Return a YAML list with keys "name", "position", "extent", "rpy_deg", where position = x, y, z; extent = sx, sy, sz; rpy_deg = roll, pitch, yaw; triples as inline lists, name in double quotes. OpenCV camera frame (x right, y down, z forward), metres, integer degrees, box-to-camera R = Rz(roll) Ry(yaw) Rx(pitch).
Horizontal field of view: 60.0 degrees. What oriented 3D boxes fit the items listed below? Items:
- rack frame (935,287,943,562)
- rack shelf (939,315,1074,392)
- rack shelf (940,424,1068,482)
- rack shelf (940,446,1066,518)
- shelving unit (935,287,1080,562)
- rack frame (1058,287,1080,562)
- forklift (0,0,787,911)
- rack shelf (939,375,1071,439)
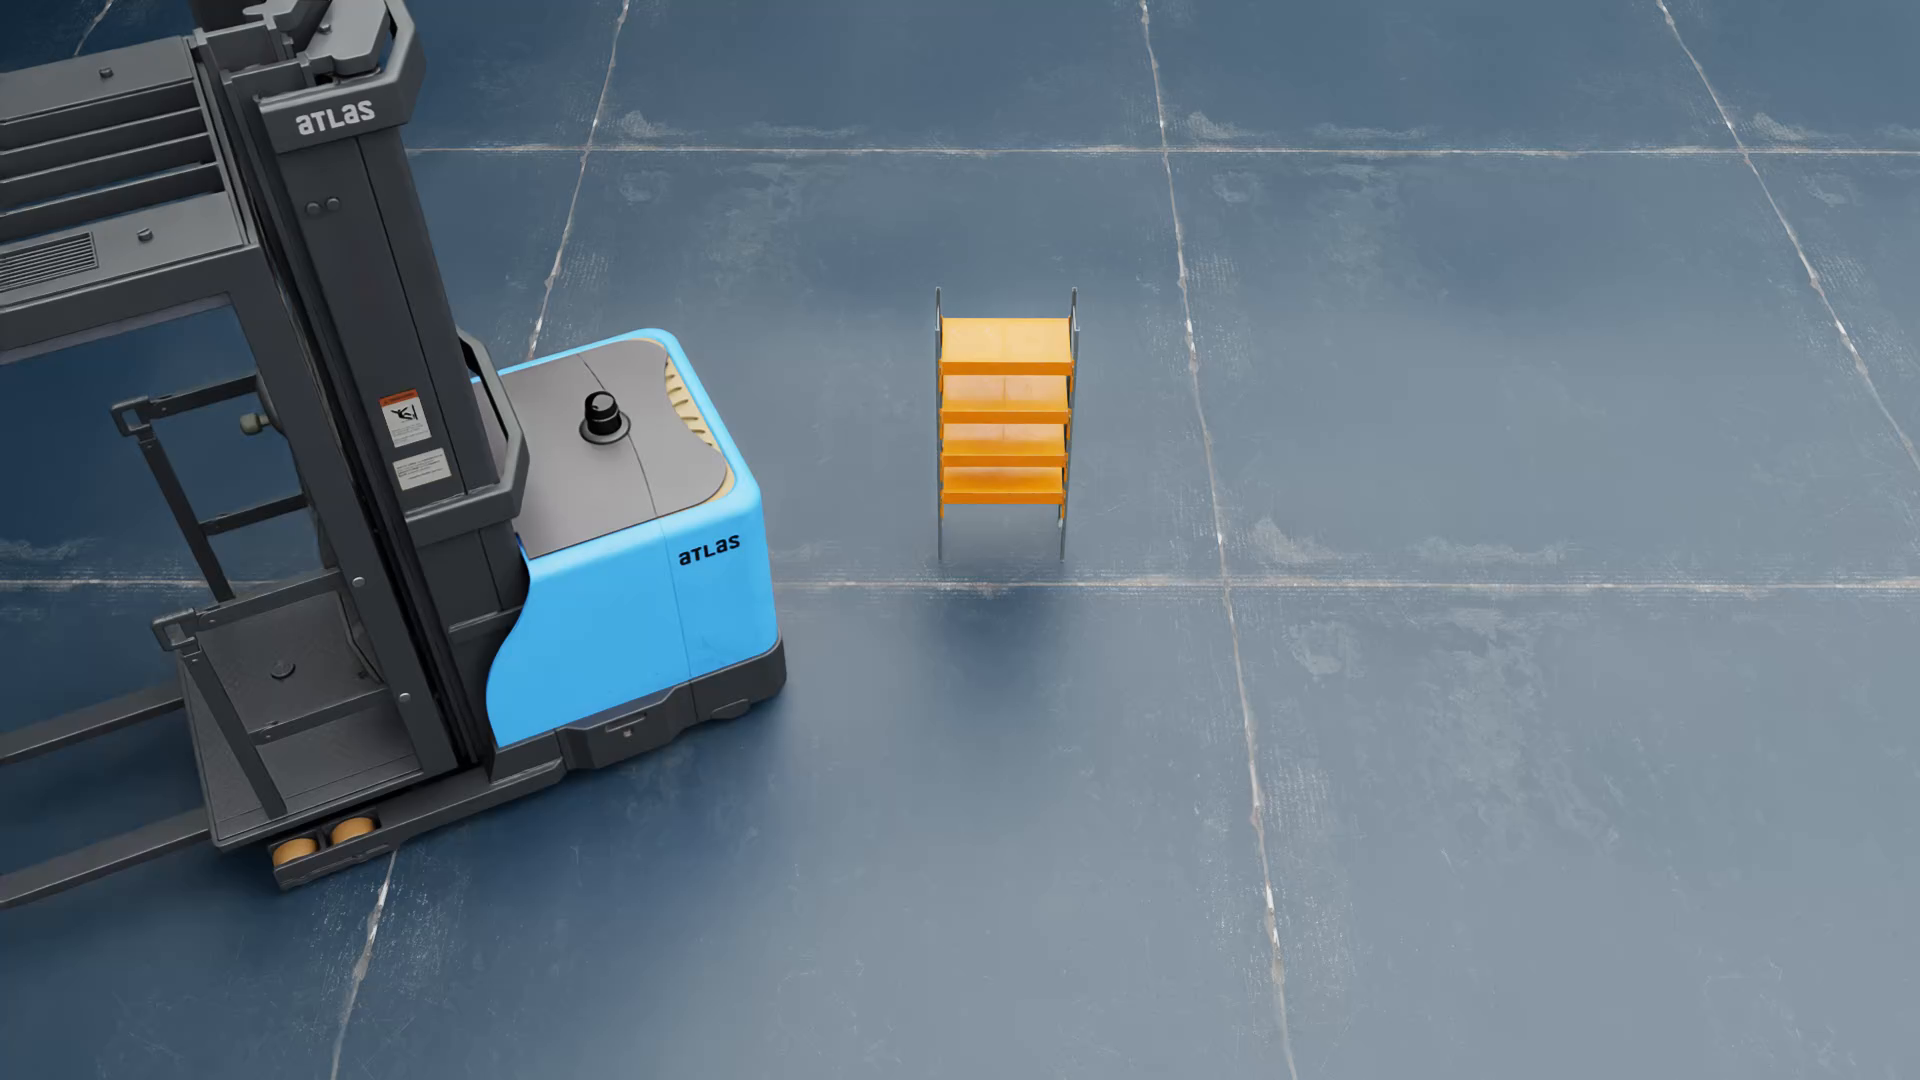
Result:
- name: "rack frame"
  position: [-0.078, -0.409, 6.311]
  extent: [0.015, 1.200, 0.240]
  rpy_deg: [0, 47, 0]
- name: "rack shelf"
  position: [0.166, -0.676, 6.023]
  extent: [0.480, 0.148, 0.258]
  rpy_deg: [0, 47, 0]
- name: "rack shelf"
  position: [0.166, -0.363, 6.360]
  extent: [0.480, 0.148, 0.258]
  rpy_deg: [0, 47, 0]
- name: "rack shelf"
  position: [0.166, -0.227, 6.505]
  extent: [0.480, 0.148, 0.258]
  rpy_deg: [0, 47, 0]
- name: "shelving unit"
  position: [0.166, -0.408, 6.310]
  extent: [0.503, 1.200, 0.258]
  rpy_deg: [0, 47, 0]
- name: "rack frame"
  position: [0.410, -0.408, 6.310]
  extent: [0.015, 1.200, 0.240]
  rpy_deg: [0, 47, 0]
- name: "forklift"
  position: [-2.200, -0.272, 5.001]
  extent: [3.031, 2.935, 1.130]
  rpy_deg: [-19, 50, -17]
- name: "rack shelf"
  position: [0.166, -0.515, 6.196]
  extent: [0.480, 0.148, 0.258]
  rpy_deg: [0, 47, 0]
